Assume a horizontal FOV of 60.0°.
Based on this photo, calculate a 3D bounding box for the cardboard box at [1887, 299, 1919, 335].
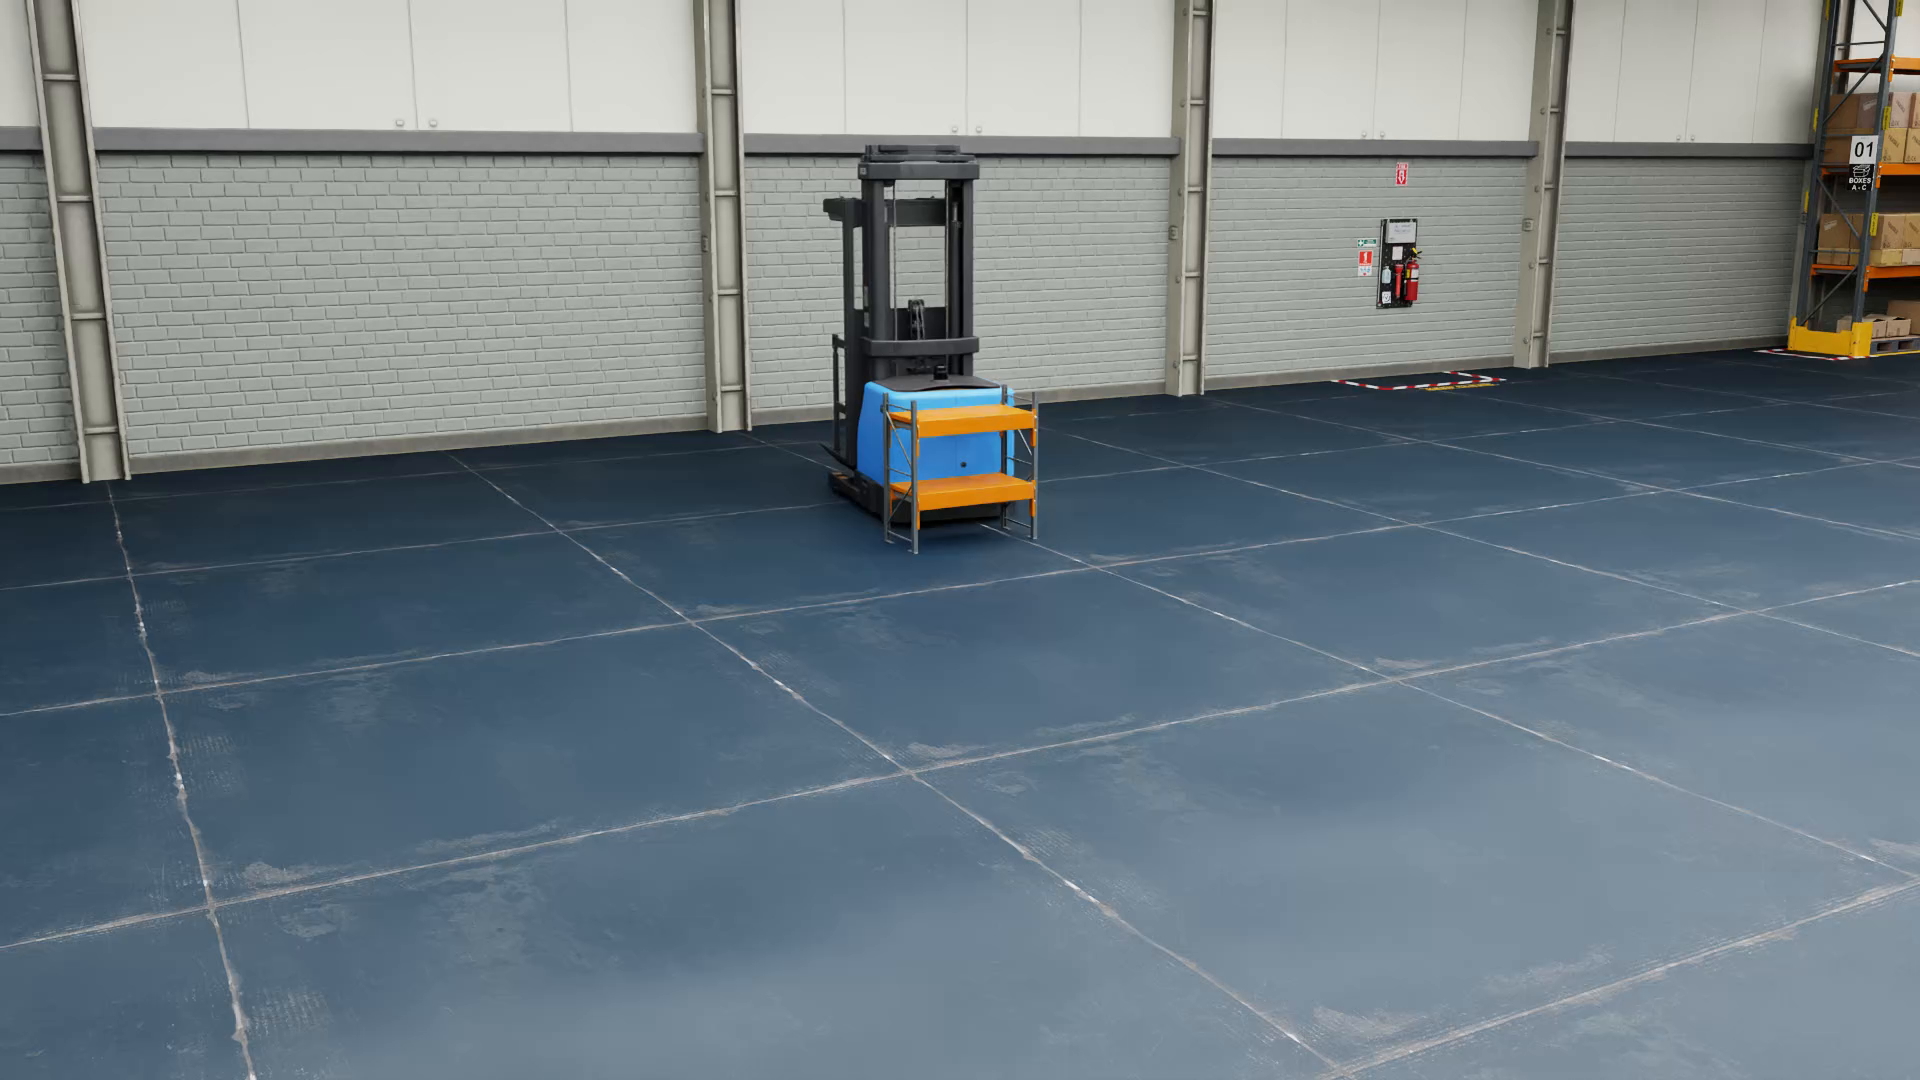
[{"bbox_3d":[14.939,-3.484,25.948,0.500,0.500,0.700,-8,15,-31],"label":"cardboard box"}]

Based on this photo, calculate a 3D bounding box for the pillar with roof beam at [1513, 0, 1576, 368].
[{"bbox_3d":[10.117,-6.012,18.827,0.400,9.000,9.100,-7,14,-28],"label":"pillar with roof beam"}]

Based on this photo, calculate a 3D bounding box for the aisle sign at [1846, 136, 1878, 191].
[{"bbox_3d":[13.201,-5.508,24.333,0.004,0.787,0.394,-7,14,-28],"label":"aisle sign"}]

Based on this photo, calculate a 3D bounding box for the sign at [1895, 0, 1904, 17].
[{"bbox_3d":[13.380,-7.622,23.674,0.005,0.325,0.100,-7,14,-28],"label":"sign"}]

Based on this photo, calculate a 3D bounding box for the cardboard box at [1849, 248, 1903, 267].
[{"bbox_3d":[13.701,-4.232,24.879,0.500,0.250,0.500,-7,15,-29],"label":"cardboard box"}]

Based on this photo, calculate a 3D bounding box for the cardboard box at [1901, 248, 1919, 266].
[{"bbox_3d":[14.150,-4.290,25.134,0.500,0.250,0.500,-7,15,-30],"label":"cardboard box"}]

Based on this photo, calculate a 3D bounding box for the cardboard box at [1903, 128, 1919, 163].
[{"bbox_3d":[14.022,-5.864,24.729,0.500,0.500,0.500,-6,14,-24],"label":"cardboard box"}]

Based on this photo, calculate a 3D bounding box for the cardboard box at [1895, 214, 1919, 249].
[{"bbox_3d":[14.122,-4.650,25.029,0.500,0.500,0.500,-7,14,-28],"label":"cardboard box"}]

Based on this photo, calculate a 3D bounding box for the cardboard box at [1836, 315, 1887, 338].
[{"bbox_3d":[13.771,-3.264,25.402,0.500,0.311,0.500,-9,15,-34],"label":"cardboard box"}]

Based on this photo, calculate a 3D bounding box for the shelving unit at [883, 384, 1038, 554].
[{"bbox_3d":[0.006,-0.549,12.489,1.048,1.125,0.538,-7,14,-28],"label":"shelving unit"}]

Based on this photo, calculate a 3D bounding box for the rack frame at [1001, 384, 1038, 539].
[{"bbox_3d":[0.452,-0.603,12.726,0.032,1.125,0.500,-7,14,-28],"label":"rack frame"}]

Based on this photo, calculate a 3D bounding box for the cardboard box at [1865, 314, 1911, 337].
[{"bbox_3d":[14.271,-3.324,25.668,0.500,0.311,0.500,-6,14,-23],"label":"cardboard box"}]

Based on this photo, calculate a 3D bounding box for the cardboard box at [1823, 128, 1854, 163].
[{"bbox_3d":[13.365,-5.920,24.978,0.500,0.500,0.500,-6,14,-24],"label":"cardboard box"}]

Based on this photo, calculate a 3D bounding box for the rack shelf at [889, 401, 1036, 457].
[{"bbox_3d":[0.006,-0.835,12.425,1.000,0.278,0.538,-7,14,-28],"label":"rack shelf"}]

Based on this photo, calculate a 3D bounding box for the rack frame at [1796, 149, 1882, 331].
[{"bbox_3d":[13.120,-4.306,24.909,0.127,3.000,1.000,-7,14,-28],"label":"rack frame"}]

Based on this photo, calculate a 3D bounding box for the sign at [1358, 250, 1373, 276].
[{"bbox_3d":[5.332,-3.641,21.875,0.234,0.329,0.001,-7,14,-28],"label":"sign"}]

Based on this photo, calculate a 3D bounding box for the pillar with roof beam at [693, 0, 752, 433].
[{"bbox_3d":[-0.416,-4.749,13.217,0.400,9.000,9.100,-7,14,-28],"label":"pillar with roof beam"}]

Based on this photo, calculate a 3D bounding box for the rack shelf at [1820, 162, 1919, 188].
[{"bbox_3d":[14.876,-5.628,25.593,4.000,0.370,1.077,-7,14,-28],"label":"rack shelf"}]

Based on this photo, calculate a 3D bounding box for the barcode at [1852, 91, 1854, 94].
[{"bbox_3d":[13.504,-6.769,25.153,0.075,0.075,0.001,-7,14,-28],"label":"barcode"}]

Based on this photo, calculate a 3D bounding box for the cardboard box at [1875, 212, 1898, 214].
[{"bbox_3d":[14.331,-4.805,25.715,0.500,0.500,0.500,-7,15,-29],"label":"cardboard box"}]

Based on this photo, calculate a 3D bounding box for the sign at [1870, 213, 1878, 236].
[{"bbox_3d":[13.381,-4.623,24.349,0.005,0.325,0.100,-7,14,-28],"label":"sign"}]

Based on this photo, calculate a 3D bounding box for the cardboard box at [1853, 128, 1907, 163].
[{"bbox_3d":[13.534,-5.814,24.508,0.500,0.500,0.500,-6,14,-26],"label":"cardboard box"}]

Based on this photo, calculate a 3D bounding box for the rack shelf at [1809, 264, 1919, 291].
[{"bbox_3d":[14.876,-4.165,25.923,4.000,0.370,1.077,-7,14,-28],"label":"rack shelf"}]

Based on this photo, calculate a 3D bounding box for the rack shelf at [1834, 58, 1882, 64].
[{"bbox_3d":[14.876,-7.220,25.235,3.809,0.052,0.919,-7,14,-28],"label":"rack shelf"}]

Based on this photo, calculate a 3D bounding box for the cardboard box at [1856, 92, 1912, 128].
[{"bbox_3d":[13.575,-6.309,24.429,0.500,0.500,0.500,-8,15,-32],"label":"cardboard box"}]

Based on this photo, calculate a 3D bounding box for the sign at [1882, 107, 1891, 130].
[{"bbox_3d":[13.381,-6.091,24.019,0.005,0.325,0.100,-7,14,-28],"label":"sign"}]

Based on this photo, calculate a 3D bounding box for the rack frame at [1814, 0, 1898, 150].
[{"bbox_3d":[13.120,-7.232,24.250,0.127,3.000,1.000,-7,14,-28],"label":"rack frame"}]

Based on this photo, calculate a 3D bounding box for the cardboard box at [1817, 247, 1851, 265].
[{"bbox_3d":[13.438,-4.329,25.307,0.500,0.250,0.500,-7,14,-27],"label":"cardboard box"}]

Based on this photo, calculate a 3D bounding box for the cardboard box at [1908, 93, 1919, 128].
[{"bbox_3d":[14.039,-6.352,24.620,0.500,0.500,0.500,-7,14,-29],"label":"cardboard box"}]

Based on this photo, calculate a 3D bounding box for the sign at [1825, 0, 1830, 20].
[{"bbox_3d":[12.872,-7.874,24.615,0.005,0.325,0.100,-7,14,-28],"label":"sign"}]

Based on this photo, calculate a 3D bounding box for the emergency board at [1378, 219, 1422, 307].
[{"bbox_3d":[5.870,-3.662,22.050,0.636,1.158,0.192,-7,14,-28],"label":"emergency board"}]

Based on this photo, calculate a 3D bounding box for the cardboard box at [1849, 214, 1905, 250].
[{"bbox_3d":[13.683,-4.600,24.806,0.500,0.500,0.500,-7,14,-28],"label":"cardboard box"}]

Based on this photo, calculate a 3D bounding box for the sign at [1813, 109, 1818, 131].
[{"bbox_3d":[12.872,-6.310,24.967,0.005,0.325,0.100,-7,14,-28],"label":"sign"}]

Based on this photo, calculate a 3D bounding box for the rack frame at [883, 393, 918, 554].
[{"bbox_3d":[-0.440,-0.496,12.251,0.032,1.125,0.500,-7,14,-28],"label":"rack frame"}]

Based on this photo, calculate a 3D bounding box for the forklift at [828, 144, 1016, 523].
[{"bbox_3d":[-0.512,-1.839,14.105,1.130,2.935,3.031,-4,13,-18],"label":"forklift"}]

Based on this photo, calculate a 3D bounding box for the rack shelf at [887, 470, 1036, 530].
[{"bbox_3d":[0.006,-0.311,12.543,1.000,0.278,0.538,-7,14,-28],"label":"rack shelf"}]

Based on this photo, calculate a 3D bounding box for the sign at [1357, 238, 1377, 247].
[{"bbox_3d":[5.340,-3.898,21.812,0.331,0.109,0.001,-7,14,-28],"label":"sign"}]

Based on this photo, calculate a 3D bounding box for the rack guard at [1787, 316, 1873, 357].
[{"bbox_3d":[13.187,-3.094,25.219,0.348,0.500,1.175,-7,14,-28],"label":"rack guard"}]

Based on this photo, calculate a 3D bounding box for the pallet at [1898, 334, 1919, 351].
[{"bbox_3d":[14.987,-3.159,26.166,1.213,0.211,1.003,-7,14,-28],"label":"pallet"}]
